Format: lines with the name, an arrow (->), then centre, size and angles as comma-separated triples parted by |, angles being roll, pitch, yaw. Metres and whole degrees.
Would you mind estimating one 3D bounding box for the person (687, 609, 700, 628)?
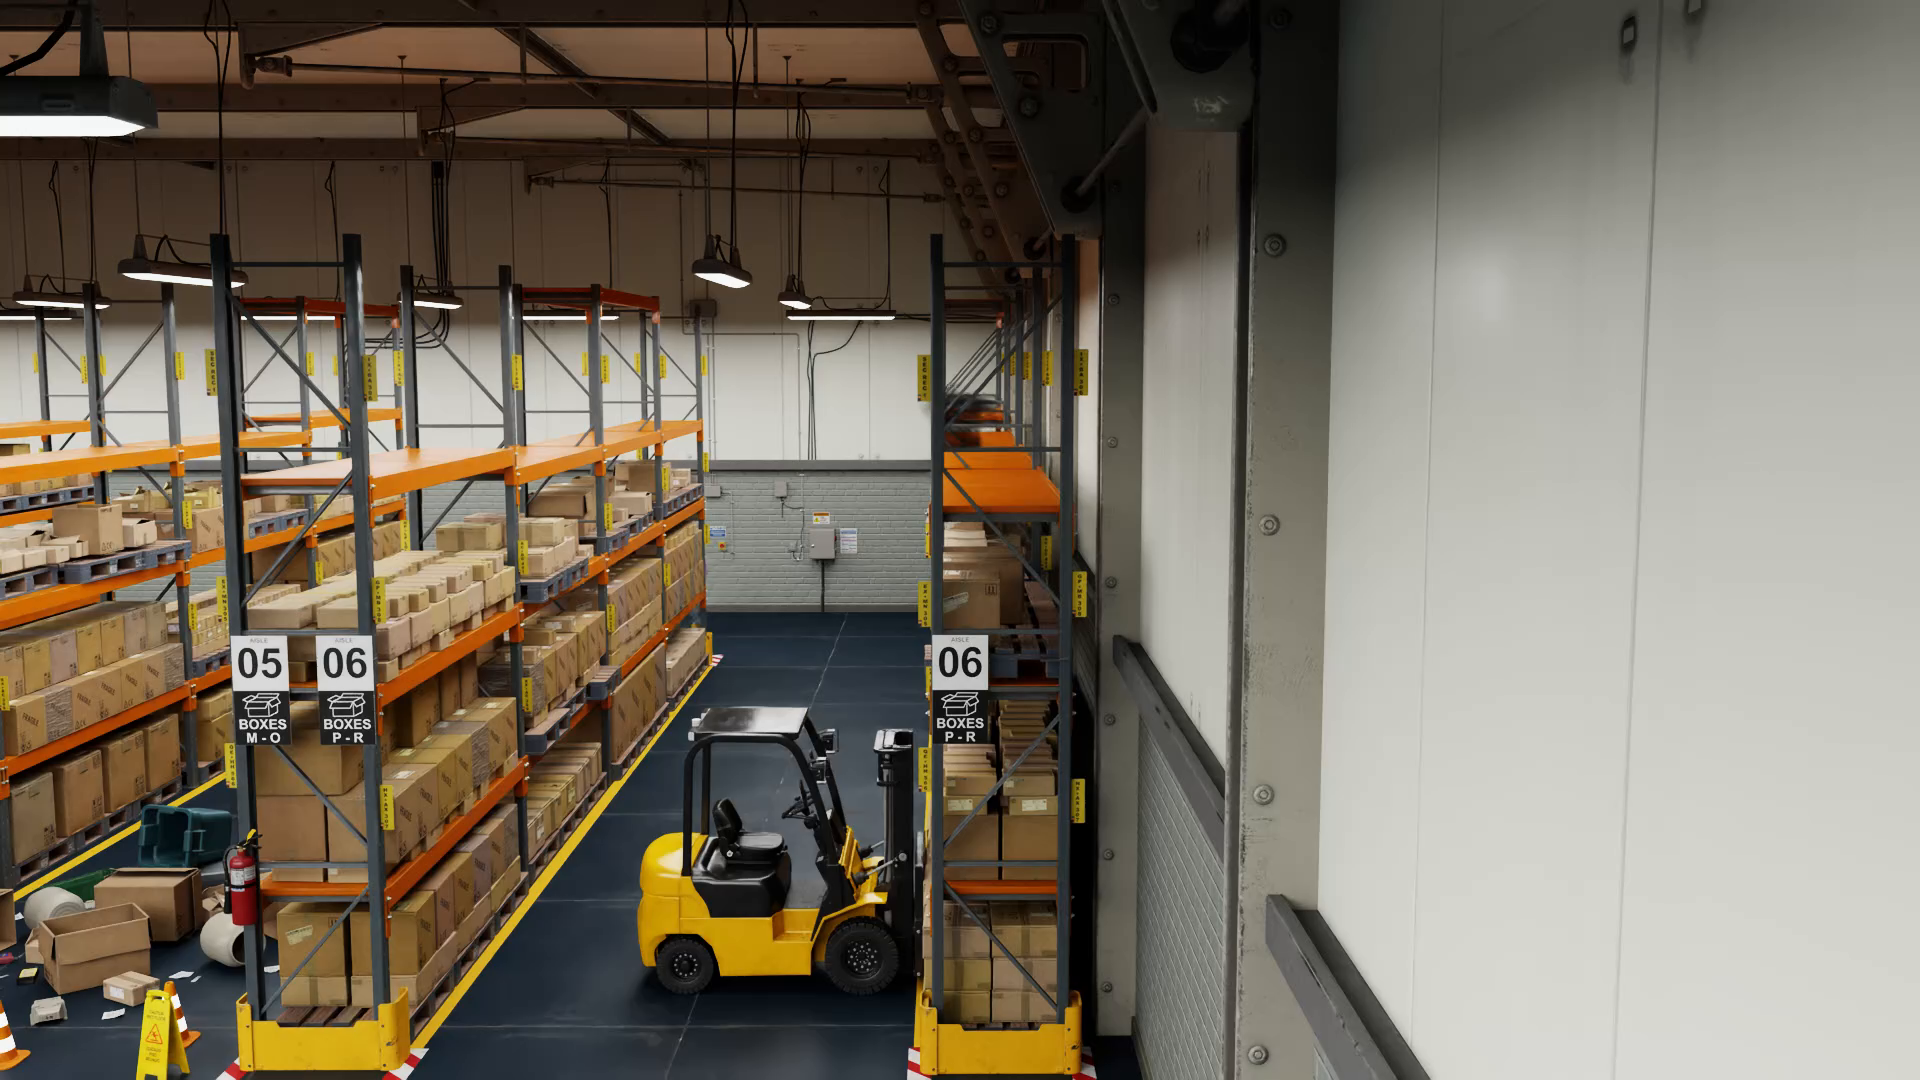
person -> -5.267, 0.879, 30.914 | 0.882, 1.815, 0.748 | -4, 7, -30
